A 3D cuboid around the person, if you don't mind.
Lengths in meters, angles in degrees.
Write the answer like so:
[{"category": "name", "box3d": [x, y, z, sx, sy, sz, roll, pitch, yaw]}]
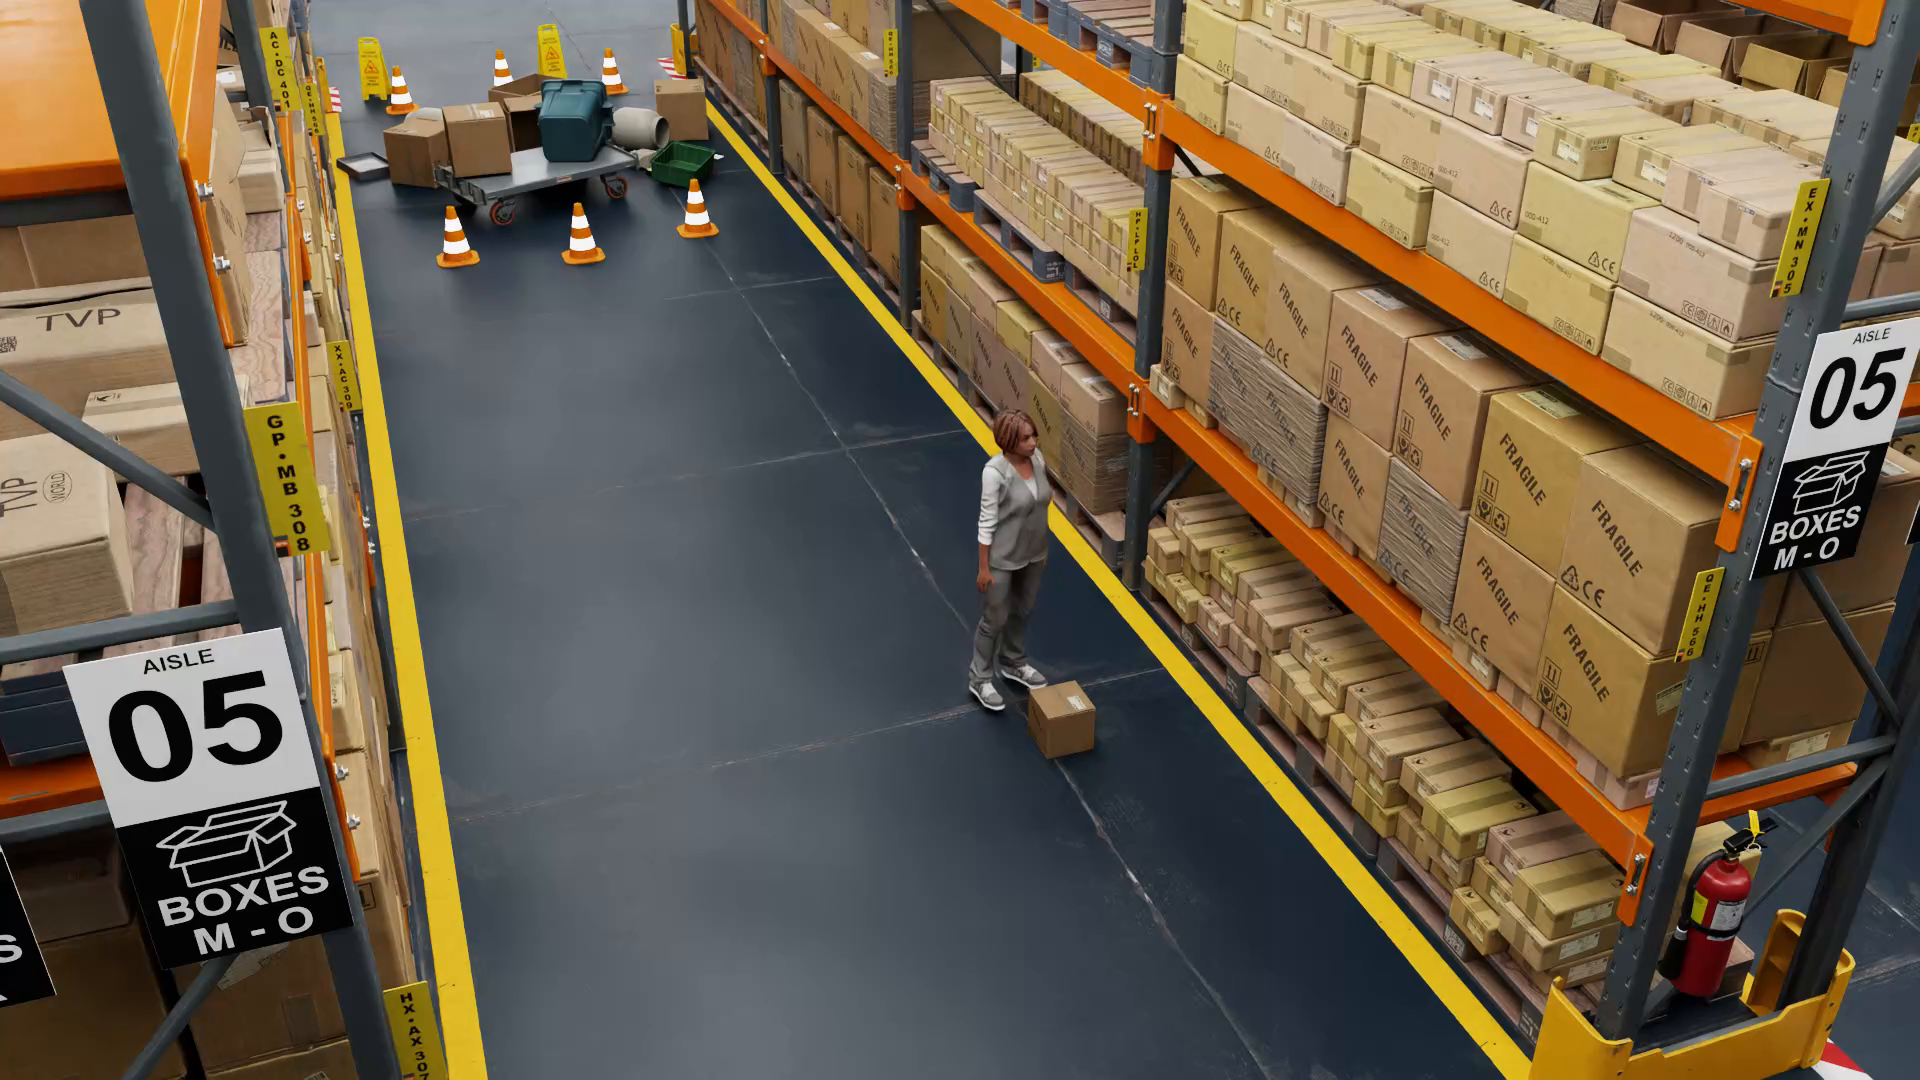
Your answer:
[{"category": "person", "box3d": [0.256, 0.082, 8.162, 0.456, 1.599, 0.328, -22, 37, -33]}]
